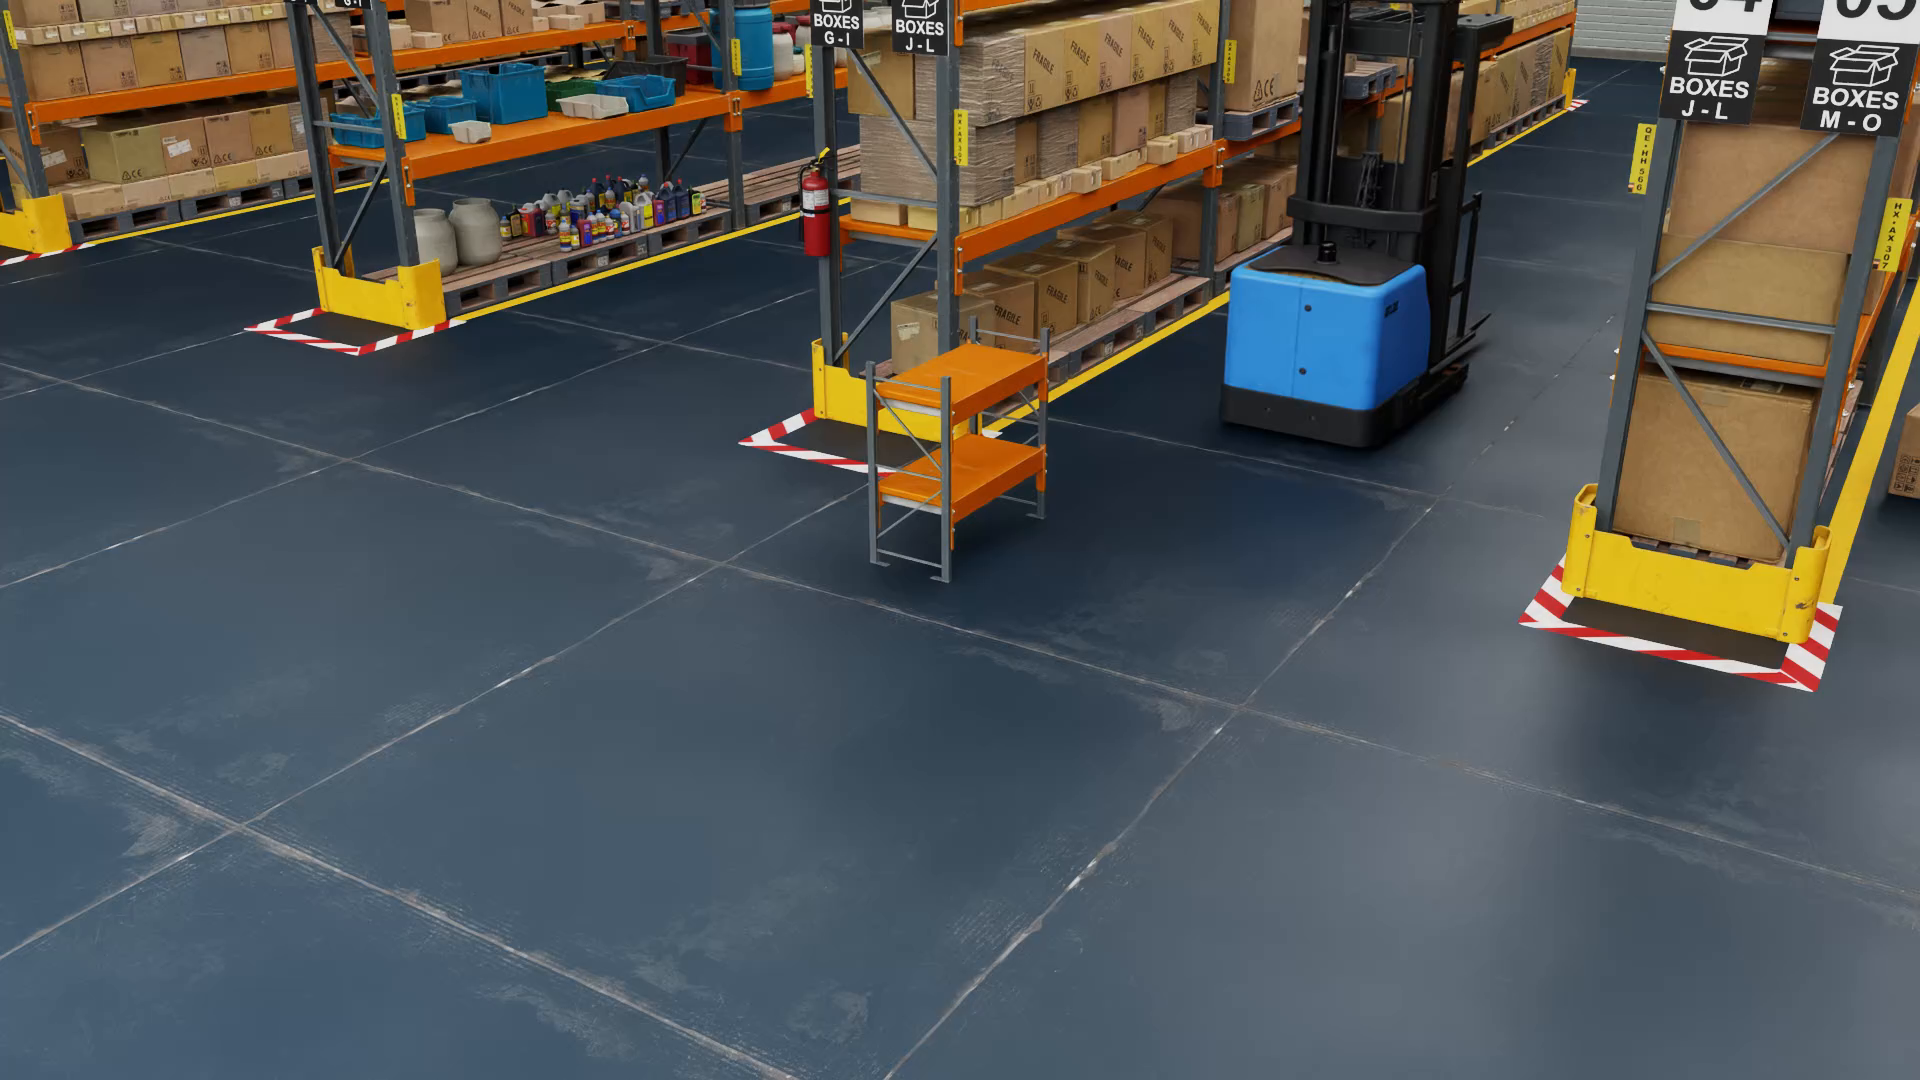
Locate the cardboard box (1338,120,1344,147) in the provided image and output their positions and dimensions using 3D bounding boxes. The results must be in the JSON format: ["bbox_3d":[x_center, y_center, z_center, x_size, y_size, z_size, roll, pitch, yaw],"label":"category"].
[{"bbox_3d":[3.433,-3.990,16.339,0.500,0.250,0.500,15,28,31],"label":"cardboard box"}]

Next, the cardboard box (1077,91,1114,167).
[{"bbox_3d":[0.591,-3.005,11.916,0.875,0.500,0.500,14,27,29],"label":"cardboard box"}]

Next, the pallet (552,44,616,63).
[{"bbox_3d":[-6.286,-8.248,28.037,1.003,0.211,1.213,14,27,29],"label":"pallet"}]

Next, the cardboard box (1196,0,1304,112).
[{"bbox_3d":[2.189,-4.180,13.846,1.000,1.000,1.000,14,27,29],"label":"cardboard box"}]

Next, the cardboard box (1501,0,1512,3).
[{"bbox_3d":[6.341,-6.693,19.806,0.500,0.500,0.500,14,27,29],"label":"cardboard box"}]

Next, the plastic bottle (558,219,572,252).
[{"bbox_3d":[-3.445,-2.658,14.494,0.097,0.271,0.097,0,23,0],"label":"plastic bottle"}]

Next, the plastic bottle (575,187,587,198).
[{"bbox_3d":[-3.557,-3.170,15.663,0.061,0.283,0.133,15,28,31],"label":"plastic bottle"}]

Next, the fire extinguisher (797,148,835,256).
[{"bbox_3d":[-0.910,-2.146,10.528,0.296,0.674,0.183,14,27,29],"label":"fire extinguisher"}]

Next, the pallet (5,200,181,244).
[{"bbox_3d":[-8.505,-3.188,16.348,1.003,0.211,1.213,14,27,29],"label":"pallet"}]

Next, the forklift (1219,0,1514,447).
[{"bbox_3d":[2.940,-2.458,11.238,1.130,2.935,3.031,15,27,31],"label":"forklift"}]

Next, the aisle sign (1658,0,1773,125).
[{"bbox_3d":[3.410,-2.282,7.472,0.394,0.787,0.004,14,27,29],"label":"aisle sign"}]

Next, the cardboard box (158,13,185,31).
[{"bbox_3d":[-7.805,-5.066,16.235,0.380,0.149,0.250,13,27,28],"label":"cardboard box"}]

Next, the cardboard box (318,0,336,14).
[{"bbox_3d":[-6.856,-5.674,17.639,0.380,0.149,0.250,13,27,28],"label":"cardboard box"}]

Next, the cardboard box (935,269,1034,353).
[{"bbox_3d":[0.171,-1.585,11.753,0.500,0.500,0.500,-20,31,-39],"label":"cardboard box"}]

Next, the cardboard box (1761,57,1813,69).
[{"bbox_3d":[4.995,-2.483,9.663,0.875,0.550,0.550,14,27,29],"label":"cardboard box"}]

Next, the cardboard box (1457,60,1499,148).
[{"bbox_3d":[5.551,-5.171,19.564,1.225,0.875,0.875,14,27,29],"label":"cardboard box"}]

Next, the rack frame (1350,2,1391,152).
[{"bbox_3d":[3.761,-4.823,16.616,1.000,3.000,0.127,14,27,29],"label":"rack frame"}]

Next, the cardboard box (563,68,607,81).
[{"bbox_3d":[-4.720,-5.860,21.238,0.500,0.311,0.500,15,27,30],"label":"cardboard box"}]

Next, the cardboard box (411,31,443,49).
[{"bbox_3d":[-6.122,-5.691,18.937,0.380,0.149,0.250,14,27,29],"label":"cardboard box"}]

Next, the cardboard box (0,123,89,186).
[{"bbox_3d":[-8.843,-3.719,16.053,0.500,0.500,0.500,14,27,29],"label":"cardboard box"}]

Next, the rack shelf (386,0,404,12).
[{"bbox_3d":[-7.808,-8.282,25.511,1.077,0.370,4.000,14,27,29],"label":"rack shelf"}]

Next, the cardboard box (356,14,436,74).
[{"bbox_3d":[-8.364,-7.364,24.663,0.750,0.750,0.750,13,27,28],"label":"cardboard box"}]

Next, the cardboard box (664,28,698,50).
[{"bbox_3d":[-3.796,-7.030,23.363,0.500,0.250,0.500,13,27,28],"label":"cardboard box"}]

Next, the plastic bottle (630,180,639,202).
[{"bbox_3d":[-3.153,-3.314,15.995,0.061,0.283,0.133,14,27,29],"label":"plastic bottle"}]

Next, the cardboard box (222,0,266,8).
[{"bbox_3d":[-7.522,-5.701,16.884,0.700,0.500,0.500,14,27,29],"label":"cardboard box"}]

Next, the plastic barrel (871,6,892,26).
[{"bbox_3d":[-0.808,-5.521,18.086,0.421,0.512,0.421,0,23,0],"label":"plastic barrel"}]

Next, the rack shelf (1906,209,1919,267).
[{"bbox_3d":[6.867,-2.745,12.720,1.077,0.370,4.000,14,27,29],"label":"rack shelf"}]

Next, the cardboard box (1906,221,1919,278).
[{"bbox_3d":[7.524,-2.723,14.068,1.050,0.750,0.750,13,27,28],"label":"cardboard box"}]

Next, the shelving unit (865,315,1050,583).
[{"bbox_3d":[0.004,-0.518,9.032,0.538,1.125,1.048,14,27,29],"label":"shelving unit"}]

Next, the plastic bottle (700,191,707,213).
[{"bbox_3d":[-2.483,-3.241,15.930,0.097,0.201,0.097,0,23,0],"label":"plastic bottle"}]

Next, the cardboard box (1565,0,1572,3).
[{"bbox_3d":[7.951,-7.372,22.317,0.500,0.250,0.500,13,27,28],"label":"cardboard box"}]

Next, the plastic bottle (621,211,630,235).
[{"bbox_3d":[-3.051,-2.878,15.090,0.097,0.201,0.097,0,23,0],"label":"plastic bottle"}]

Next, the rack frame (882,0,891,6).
[{"bbox_3d":[-0.446,-5.861,19.014,1.000,3.000,0.127,14,27,29],"label":"rack frame"}]

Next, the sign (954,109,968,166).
[{"bbox_3d":[0.003,-2.407,9.944,0.100,0.325,0.005,14,27,29],"label":"sign"}]

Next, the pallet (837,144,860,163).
[{"bbox_3d":[-0.888,-4.328,18.982,1.003,0.211,1.213,14,27,29],"label":"pallet"}]

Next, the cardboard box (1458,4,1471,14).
[{"bbox_3d":[5.320,-5.661,18.425,0.500,0.500,0.500,14,27,28],"label":"cardboard box"}]

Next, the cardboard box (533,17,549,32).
[{"bbox_3d":[-5.277,-6.343,20.443,0.380,0.149,0.250,16,28,33],"label":"cardboard box"}]

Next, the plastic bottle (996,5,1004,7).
[{"bbox_3d":[0.485,-6.687,21.078,0.152,0.276,0.135,14,27,29],"label":"plastic bottle"}]

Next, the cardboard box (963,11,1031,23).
[{"bbox_3d":[0.146,-3.340,11.431,0.500,0.500,0.500,14,27,29],"label":"cardboard box"}]

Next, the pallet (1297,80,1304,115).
[{"bbox_3d":[2.752,-4.059,15.091,1.003,0.211,1.213,14,27,29],"label":"pallet"}]

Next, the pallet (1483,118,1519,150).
[{"bbox_3d":[6.339,-5.134,20.843,1.003,0.211,1.213,14,27,29],"label":"pallet"}]

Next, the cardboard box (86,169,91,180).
[{"bbox_3d":[-8.587,-3.545,16.597,0.500,0.250,0.500,14,27,29],"label":"cardboard box"}]

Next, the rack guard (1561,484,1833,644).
[{"bbox_3d":[3.689,0.106,8.377,1.175,0.500,0.348,14,27,29],"label":"rack guard"}]

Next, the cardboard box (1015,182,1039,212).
[{"bbox_3d":[0.301,-2.304,11.114,0.380,0.149,0.250,14,27,29],"label":"cardboard box"}]

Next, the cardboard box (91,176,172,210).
[{"bbox_3d":[-8.140,-3.435,16.342,0.500,0.250,0.500,14,27,29],"label":"cardboard box"}]

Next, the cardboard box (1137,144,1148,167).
[{"bbox_3d":[1.184,-2.905,12.501,0.380,0.149,0.250,14,27,29],"label":"cardboard box"}]

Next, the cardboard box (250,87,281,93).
[{"bbox_3d":[-9.807,-6.415,22.885,0.700,0.500,0.500,14,27,29],"label":"cardboard box"}]

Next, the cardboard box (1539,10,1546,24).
[{"bbox_3d":[7.267,-6.703,21.274,0.380,0.149,0.250,14,27,30],"label":"cardboard box"}]

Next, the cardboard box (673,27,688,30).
[{"bbox_3d":[-5.191,-9.257,29.475,0.700,0.500,0.500,14,27,29],"label":"cardboard box"}]

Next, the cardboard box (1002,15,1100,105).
[{"bbox_3d":[0.595,-3.229,11.175,0.500,0.500,0.500,14,27,29],"label":"cardboard box"}]

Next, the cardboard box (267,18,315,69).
[{"bbox_3d":[-7.264,-5.266,17.512,0.700,0.500,0.500,14,27,28],"label":"cardboard box"}]

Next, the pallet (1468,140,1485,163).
[{"bbox_3d":[5.528,-4.617,19.650,1.003,0.211,1.213,14,27,29],"label":"pallet"}]

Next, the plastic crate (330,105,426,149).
[{"bbox_3d":[-4.657,-3.325,13.341,0.499,0.251,0.616,14,27,29],"label":"plastic crate"}]
